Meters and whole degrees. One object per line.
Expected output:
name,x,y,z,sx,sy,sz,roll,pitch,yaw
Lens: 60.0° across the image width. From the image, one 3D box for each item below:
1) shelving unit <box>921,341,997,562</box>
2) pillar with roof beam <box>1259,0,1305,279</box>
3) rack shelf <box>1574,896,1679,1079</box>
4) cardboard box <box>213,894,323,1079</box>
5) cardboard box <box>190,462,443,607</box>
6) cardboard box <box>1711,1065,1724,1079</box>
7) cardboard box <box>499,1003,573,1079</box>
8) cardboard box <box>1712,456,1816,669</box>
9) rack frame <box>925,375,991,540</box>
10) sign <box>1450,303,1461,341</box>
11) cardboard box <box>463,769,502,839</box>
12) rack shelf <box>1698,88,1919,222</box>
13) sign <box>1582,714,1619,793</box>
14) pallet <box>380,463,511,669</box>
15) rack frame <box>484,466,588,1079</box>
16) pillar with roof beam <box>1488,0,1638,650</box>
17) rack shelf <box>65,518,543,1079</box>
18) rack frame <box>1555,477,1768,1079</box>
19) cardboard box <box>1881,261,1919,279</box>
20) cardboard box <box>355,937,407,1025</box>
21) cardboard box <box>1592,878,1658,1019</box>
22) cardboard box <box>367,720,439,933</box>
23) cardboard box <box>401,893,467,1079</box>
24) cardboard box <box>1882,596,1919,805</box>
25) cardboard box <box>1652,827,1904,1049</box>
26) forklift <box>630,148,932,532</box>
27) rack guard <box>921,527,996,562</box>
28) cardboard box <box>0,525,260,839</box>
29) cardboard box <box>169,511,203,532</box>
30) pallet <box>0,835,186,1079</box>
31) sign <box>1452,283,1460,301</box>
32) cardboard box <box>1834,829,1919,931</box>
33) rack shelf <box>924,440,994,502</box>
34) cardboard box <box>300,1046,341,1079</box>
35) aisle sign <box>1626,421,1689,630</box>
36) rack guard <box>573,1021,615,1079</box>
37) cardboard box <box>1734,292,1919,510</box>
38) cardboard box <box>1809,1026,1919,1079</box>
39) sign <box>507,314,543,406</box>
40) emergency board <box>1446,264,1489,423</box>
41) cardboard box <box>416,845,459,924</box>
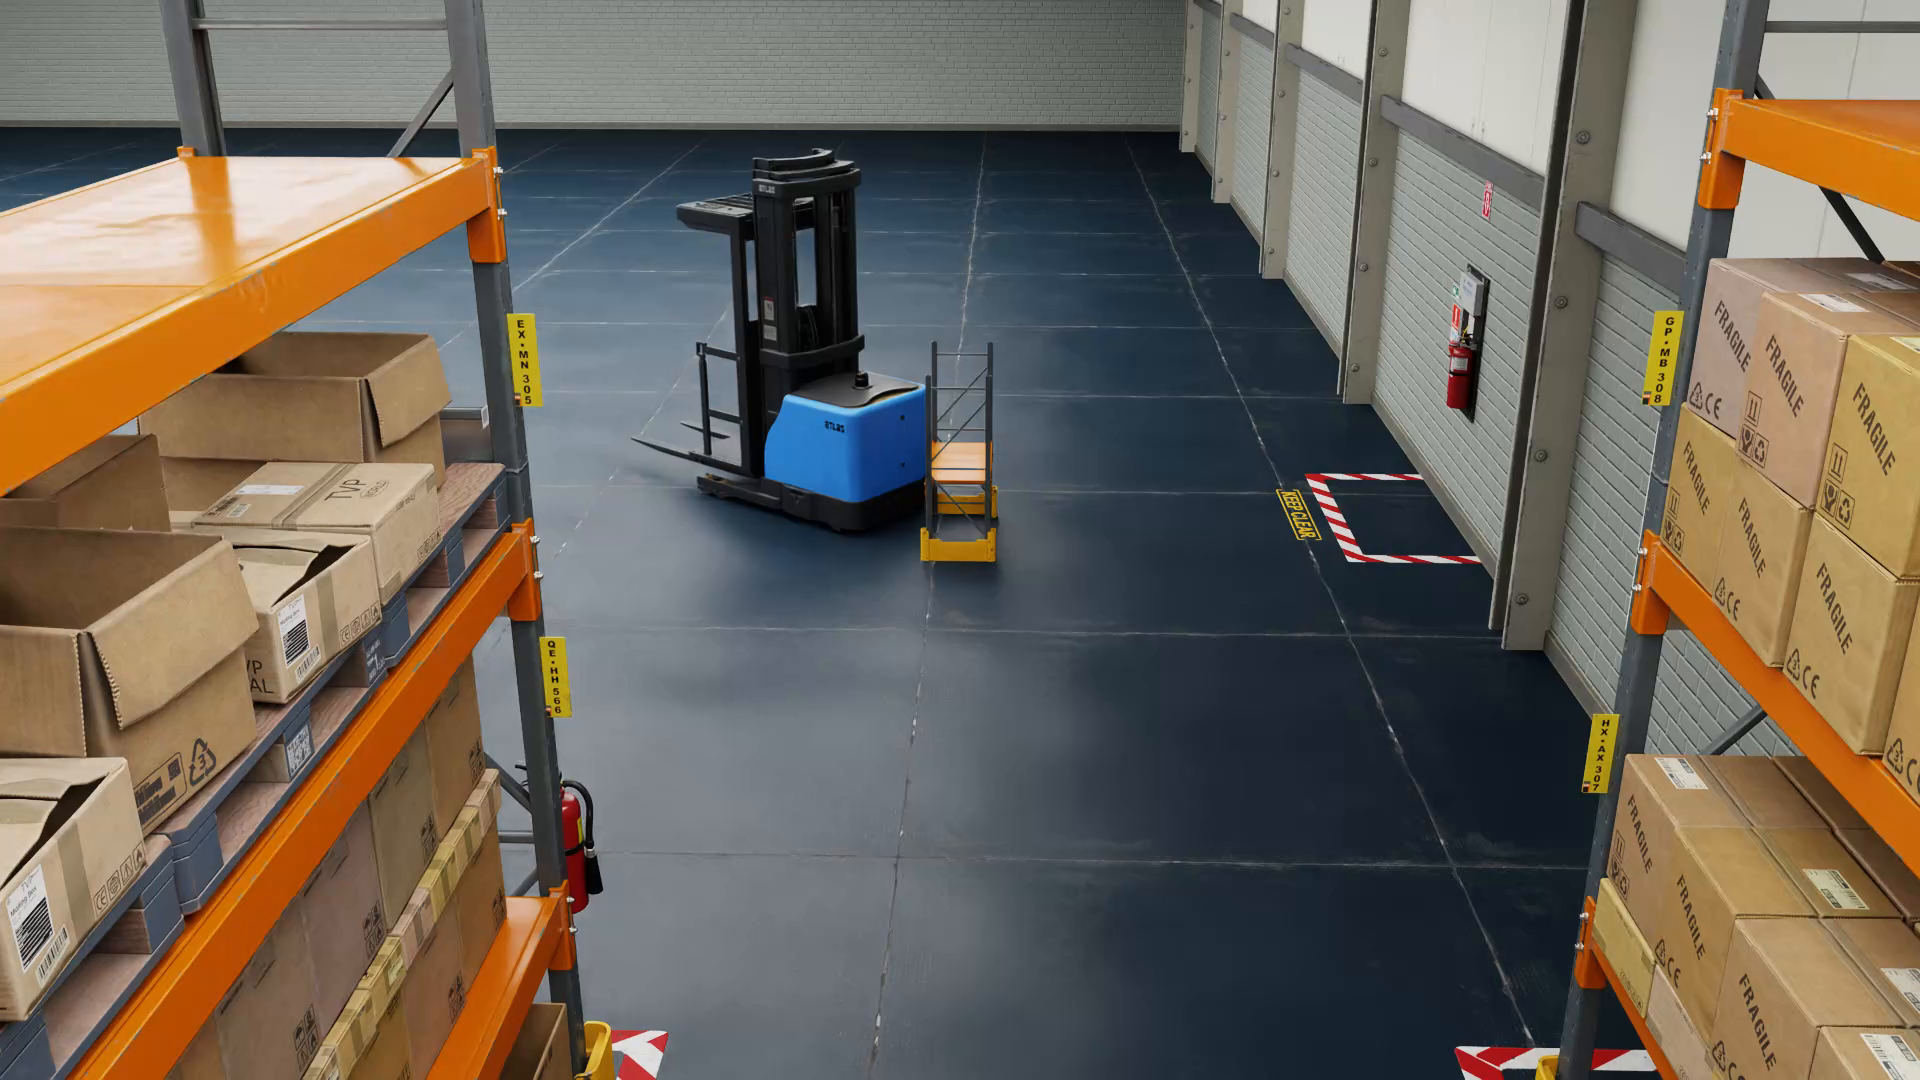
shelving unit,0.002,-0.727,13.329,0.587,1.500,1.083,1,21,2
pillar with roof beam,0.001,-7.889,21.422,9.100,9.000,0.400,1,21,2
rack shelf,2.852,2.259,4.555,1.077,0.370,4.000,1,21,2
cardboard box,-2.107,1.237,4.262,0.700,0.500,0.500,1,21,2
cardboard box,-1.810,-0.023,4.728,0.500,0.250,0.500,1,21,2
cardboard box,2.558,1.806,4.907,0.500,0.250,0.500,0,21,1
cardboard box,-1.757,2.081,6.203,0.500,0.500,0.500,1,21,2
cardboard box,2.601,0.058,4.920,0.500,0.500,0.500,2,21,5
rack frame,-0.013,-0.546,12.863,0.500,1.500,0.032,1,21,2
sign,4.172,-1.815,14.010,0.001,0.329,0.234,1,21,2
cardboard box,-1.860,0.938,5.929,0.380,0.149,0.250,0,21,1
rack shelf,2.852,-0.536,3.470,1.077,0.370,4.000,1,21,2
sign,2.371,0.791,6.147,0.100,0.325,0.005,1,21,2
pallet,-2.086,0.045,5.241,1.003,0.211,1.213,1,21,2
rack frame,-2.038,1.147,6.425,1.000,3.000,0.127,1,21,2
pillar with roof beam,-0.364,-3.551,10.240,9.100,9.000,0.400,1,21,2
rack shelf,-2.099,0.807,4.149,1.077,0.370,4.000,1,21,2
rack frame,2.913,1.200,6.288,1.000,3.000,0.127,1,21,2
cardboard box,3.161,-0.561,5.134,0.500,0.500,0.500,2,21,4
cardboard box,-1.891,1.311,4.967,0.380,0.149,0.250,1,21,3
cardboard box,2.581,1.434,5.866,0.500,0.250,0.500,0,21,0
cardboard box,-2.078,0.874,5.199,0.700,0.500,0.500,0,21,0
cardboard box,-2.077,1.459,5.483,0.700,0.500,0.500,1,21,3
cardboard box,2.594,0.440,3.936,0.500,0.500,0.500,2,21,5
cardboard box,2.573,1.259,5.280,0.500,0.500,0.500,1,21,2
forklift,-1.672,-1.854,14.255,3.031,2.935,1.130,17,27,36
rack guard,-0.013,0.036,13.091,0.587,0.250,0.087,1,21,2
cardboard box,-1.984,0.292,3.567,0.797,0.503,0.637,3,21,8
cardboard box,-2.250,0.028,4.736,0.380,0.149,0.250,1,21,2
pallet,-2.160,0.928,2.967,1.003,0.211,1.213,1,21,2
sign,4.163,-2.060,13.910,0.001,0.109,0.331,1,21,2
cardboard box,3.086,1.266,5.262,0.500,0.500,0.500,1,21,2
rack shelf,0.003,-0.562,13.402,0.538,0.185,1.000,1,21,2
cardboard box,-1.905,1.499,4.483,0.380,0.149,0.250,0,21,1
aisle sign,2.615,-0.041,5.894,0.394,0.787,0.004,1,21,2
rack guard,-2.038,2.304,6.900,1.175,0.500,0.348,1,21,2
cardboard box,2.593,-0.403,4.725,0.500,0.500,0.500,0,21,1
cardboard box,2.547,1.633,4.317,0.500,0.500,0.500,1,21,3
sign,-1.496,-0.616,5.709,0.100,0.325,0.005,1,21,2
emergency board,4.052,-1.599,13.504,0.194,1.169,0.643,1,21,2
cardboard box,-1.874,1.126,5.446,0.380,0.149,0.250,0,21,1
